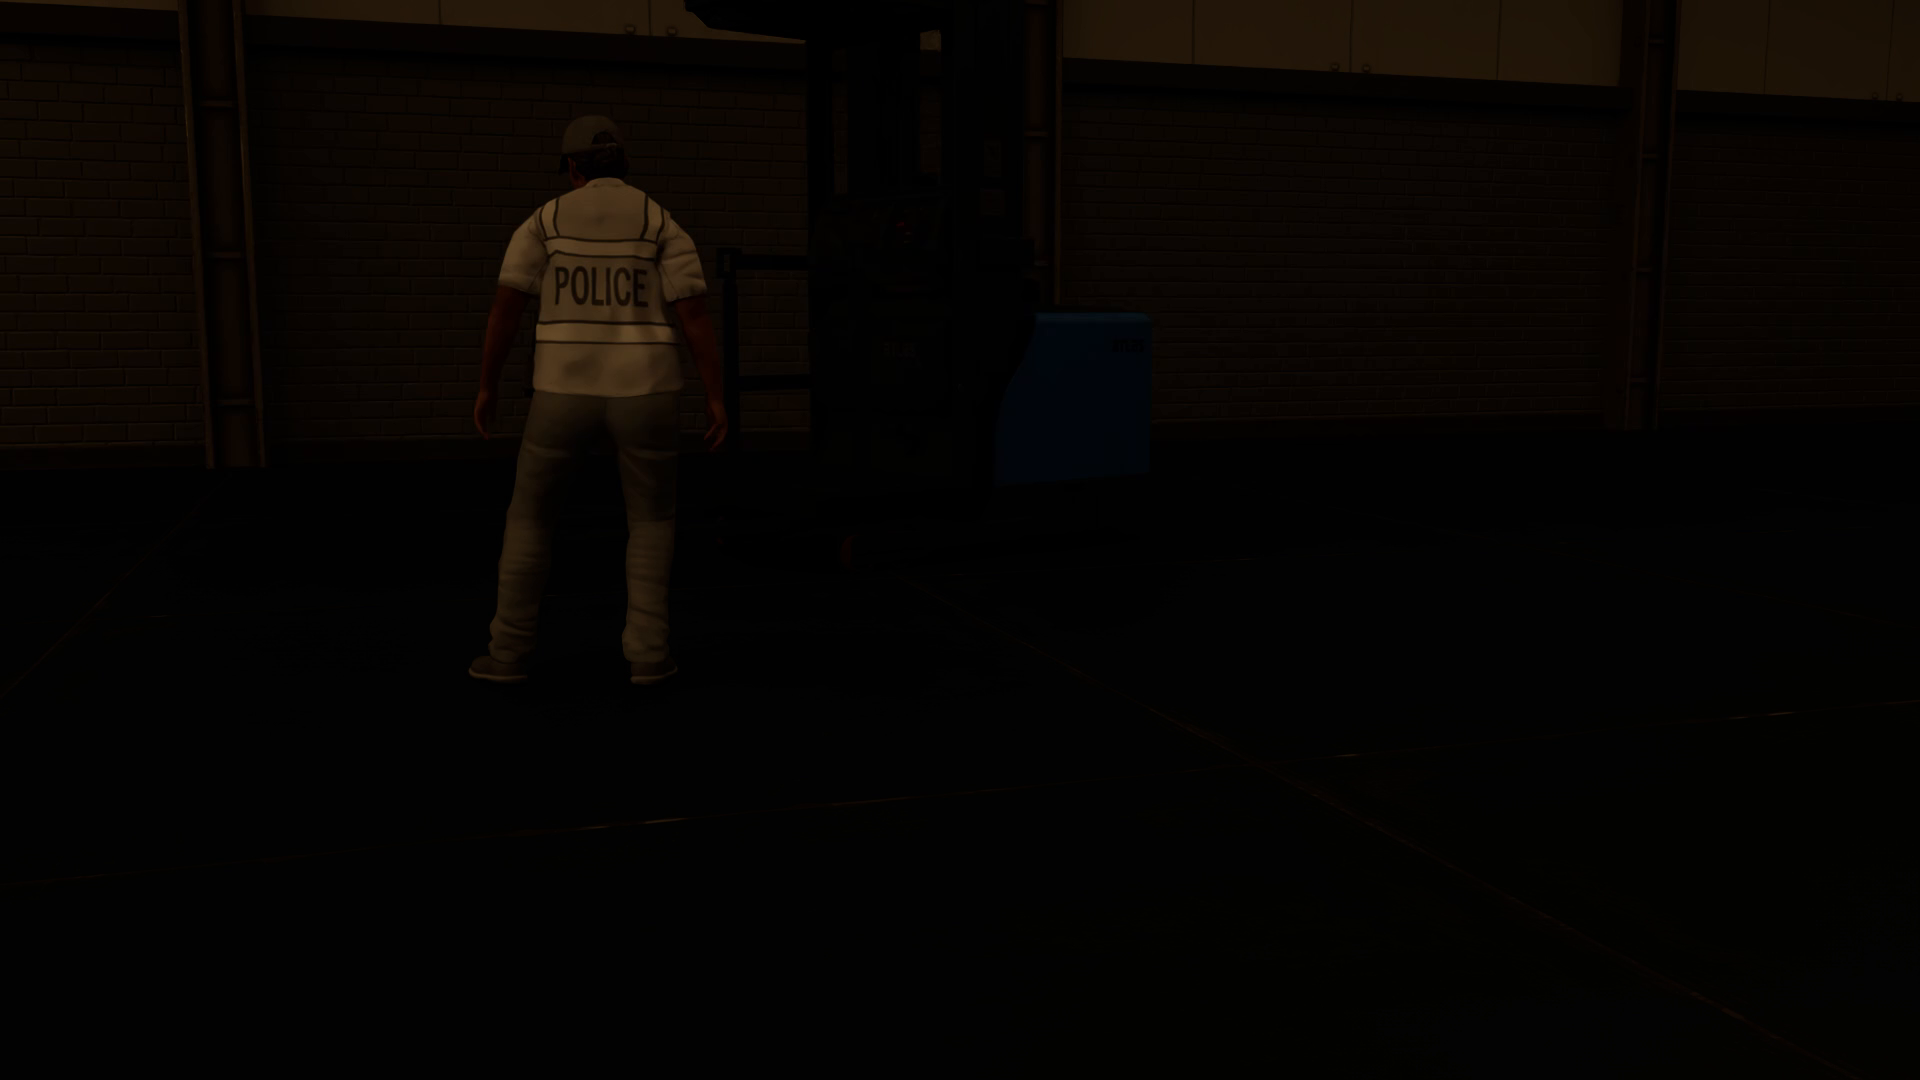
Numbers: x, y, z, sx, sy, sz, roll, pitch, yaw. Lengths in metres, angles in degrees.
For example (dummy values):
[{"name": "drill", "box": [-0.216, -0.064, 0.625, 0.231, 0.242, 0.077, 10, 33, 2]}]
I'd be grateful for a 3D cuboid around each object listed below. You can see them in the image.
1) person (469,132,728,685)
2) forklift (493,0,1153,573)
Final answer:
[{"name": "person", "box": [-1.059, -0.378, 4.794, 0.769, 1.599, 0.400, -2, 8, -11]}, {"name": "forklift", "box": [-0.522, -1.393, 7.290, 3.031, 2.935, 1.130, -6, 10, -40]}]
